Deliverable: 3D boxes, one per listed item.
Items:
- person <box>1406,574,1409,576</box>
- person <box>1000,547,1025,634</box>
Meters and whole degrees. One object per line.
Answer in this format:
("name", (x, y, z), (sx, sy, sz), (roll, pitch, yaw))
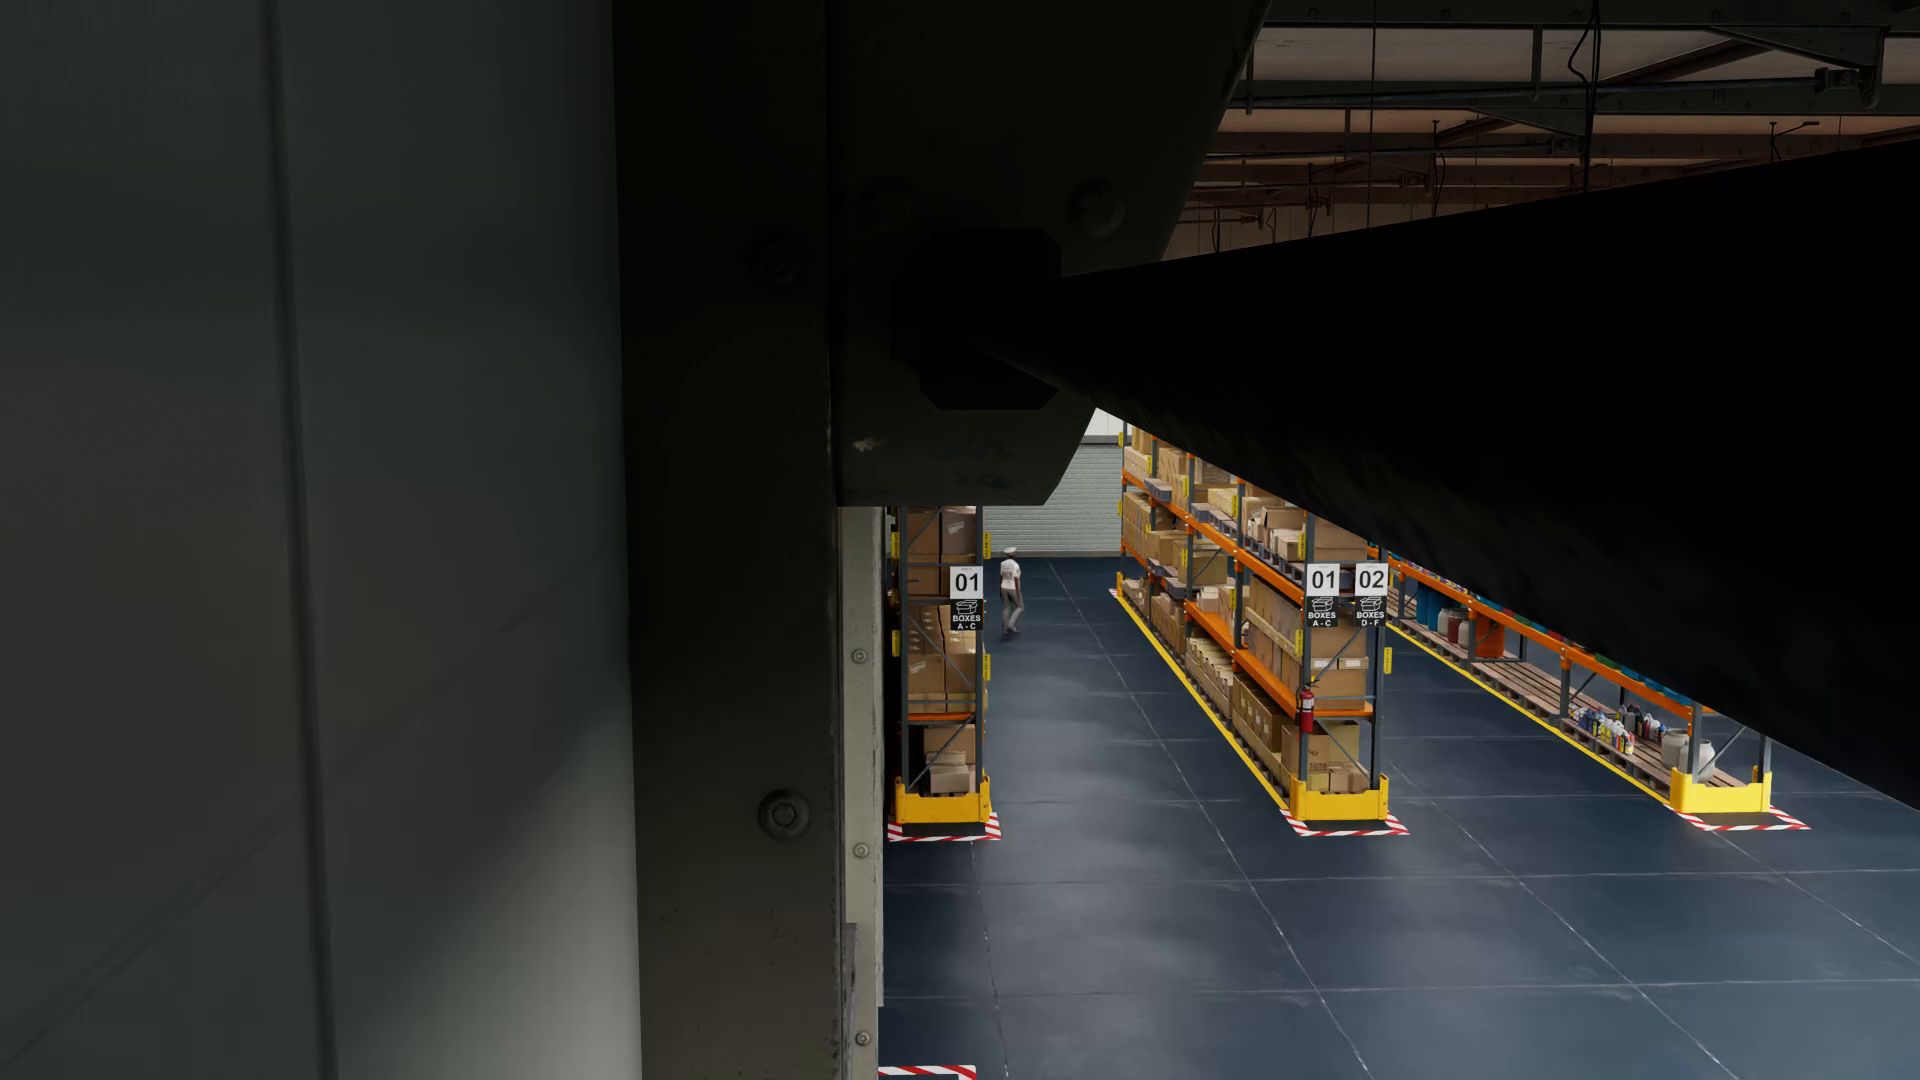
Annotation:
("person", (10.204, -0.044, 39.094), (0.652, 1.715, 1.129), (-1, 8, -7))
("person", (0.967, 0.983, 32.202), (0.524, 1.685, 0.454), (7, 11, 42))
